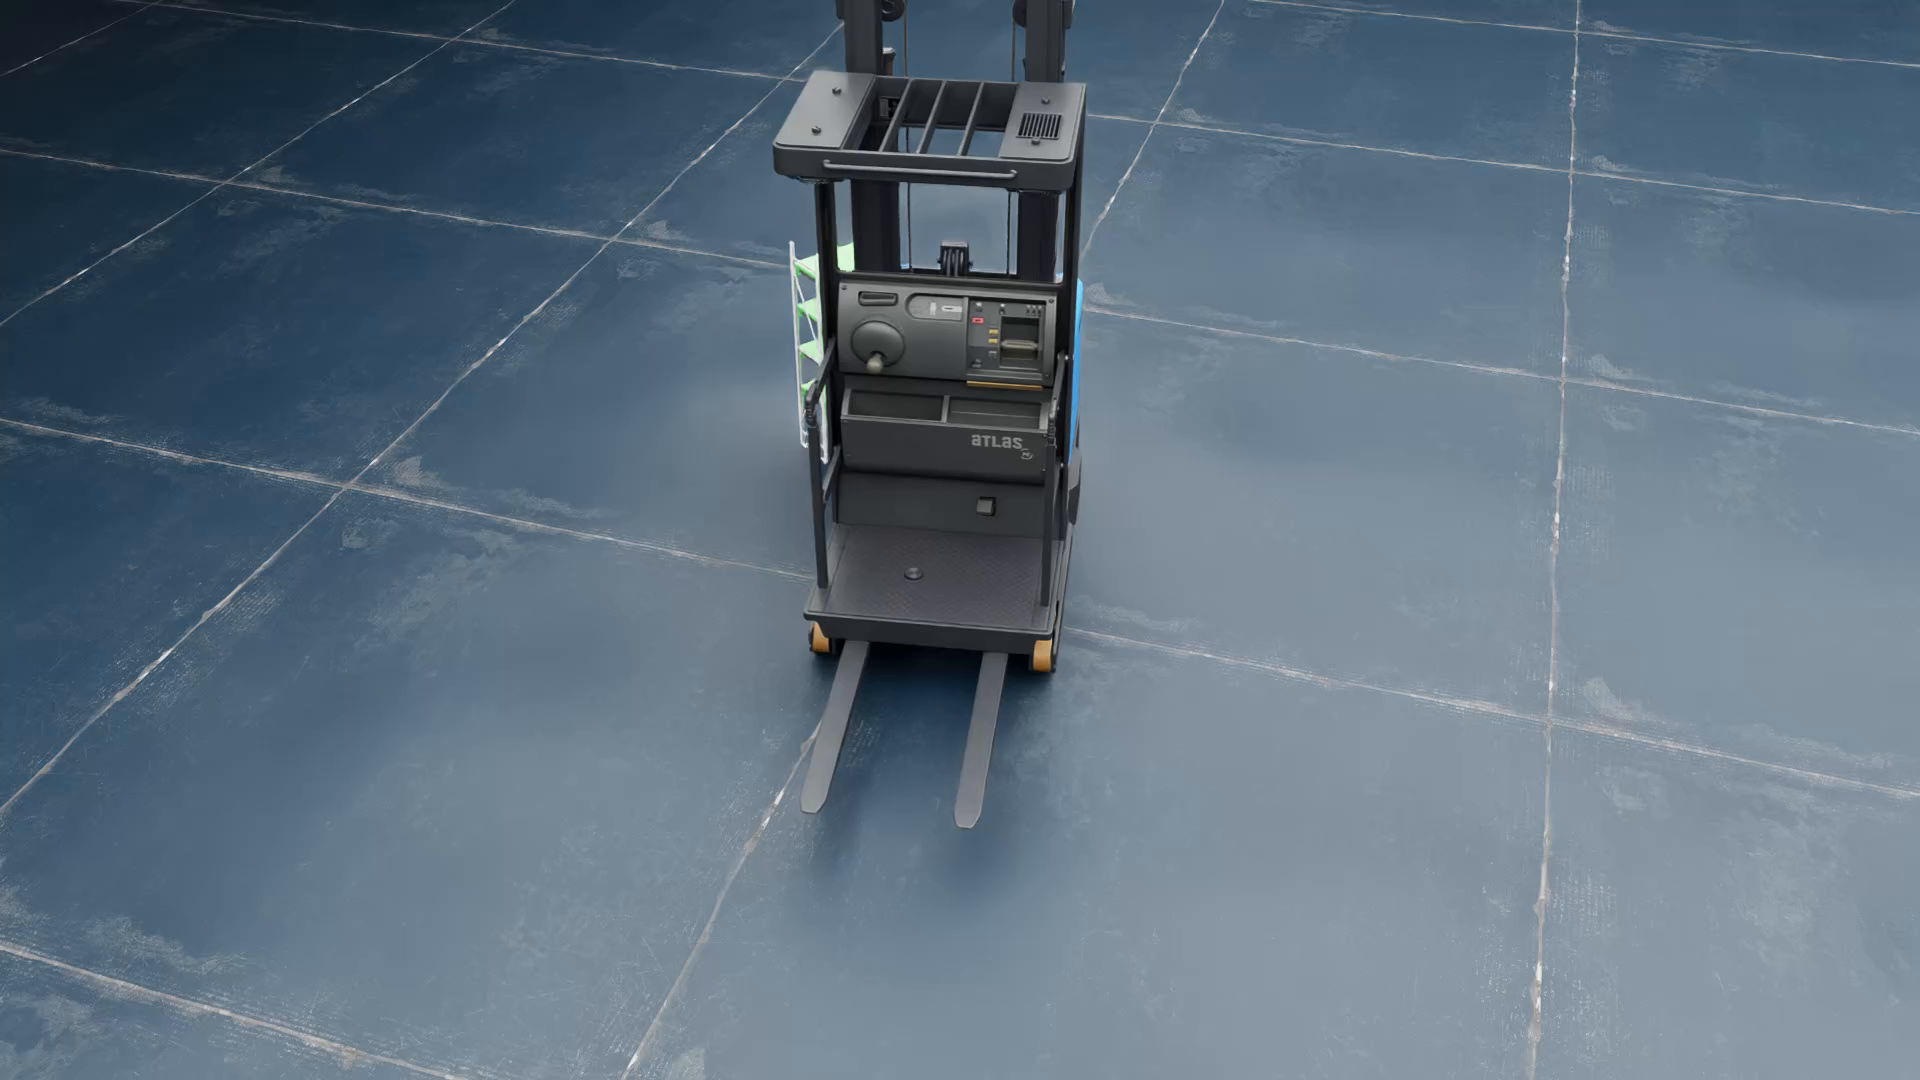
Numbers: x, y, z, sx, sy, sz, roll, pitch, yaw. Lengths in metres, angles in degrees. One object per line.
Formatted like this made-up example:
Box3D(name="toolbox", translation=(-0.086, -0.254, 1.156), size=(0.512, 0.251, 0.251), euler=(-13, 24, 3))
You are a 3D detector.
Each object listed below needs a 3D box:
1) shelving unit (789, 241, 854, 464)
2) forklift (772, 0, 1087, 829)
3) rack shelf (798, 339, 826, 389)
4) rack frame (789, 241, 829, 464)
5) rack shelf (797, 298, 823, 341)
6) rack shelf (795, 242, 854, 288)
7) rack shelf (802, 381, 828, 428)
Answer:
Box3D(name="shelving unit", translation=(-0.580, -1.031, 8.635), size=(0.503, 1.200, 0.258), euler=(-25, 44, -30))
Box3D(name="forklift", translation=(-0.083, -0.811, 6.879), size=(1.130, 2.935, 3.031), euler=(5, 37, 6))
Box3D(name="rack shelf", translation=(-0.580, -0.980, 8.673), size=(0.480, 0.148, 0.258), euler=(-25, 44, -30))
Box3D(name="rack frame", translation=(-0.770, -0.941, 8.512), size=(0.015, 1.200, 0.240), euler=(-25, 44, -30))
Box3D(name="rack shelf", translation=(-0.578, -1.171, 8.528), size=(0.480, 0.148, 0.258), euler=(-25, 44, -30))
Box3D(name="rack shelf", translation=(-0.575, -1.363, 8.384), size=(0.480, 0.148, 0.258), euler=(-25, 44, -30))
Box3D(name="rack shelf", translation=(-0.583, -0.789, 8.818), size=(0.480, 0.148, 0.258), euler=(-25, 44, -30))
